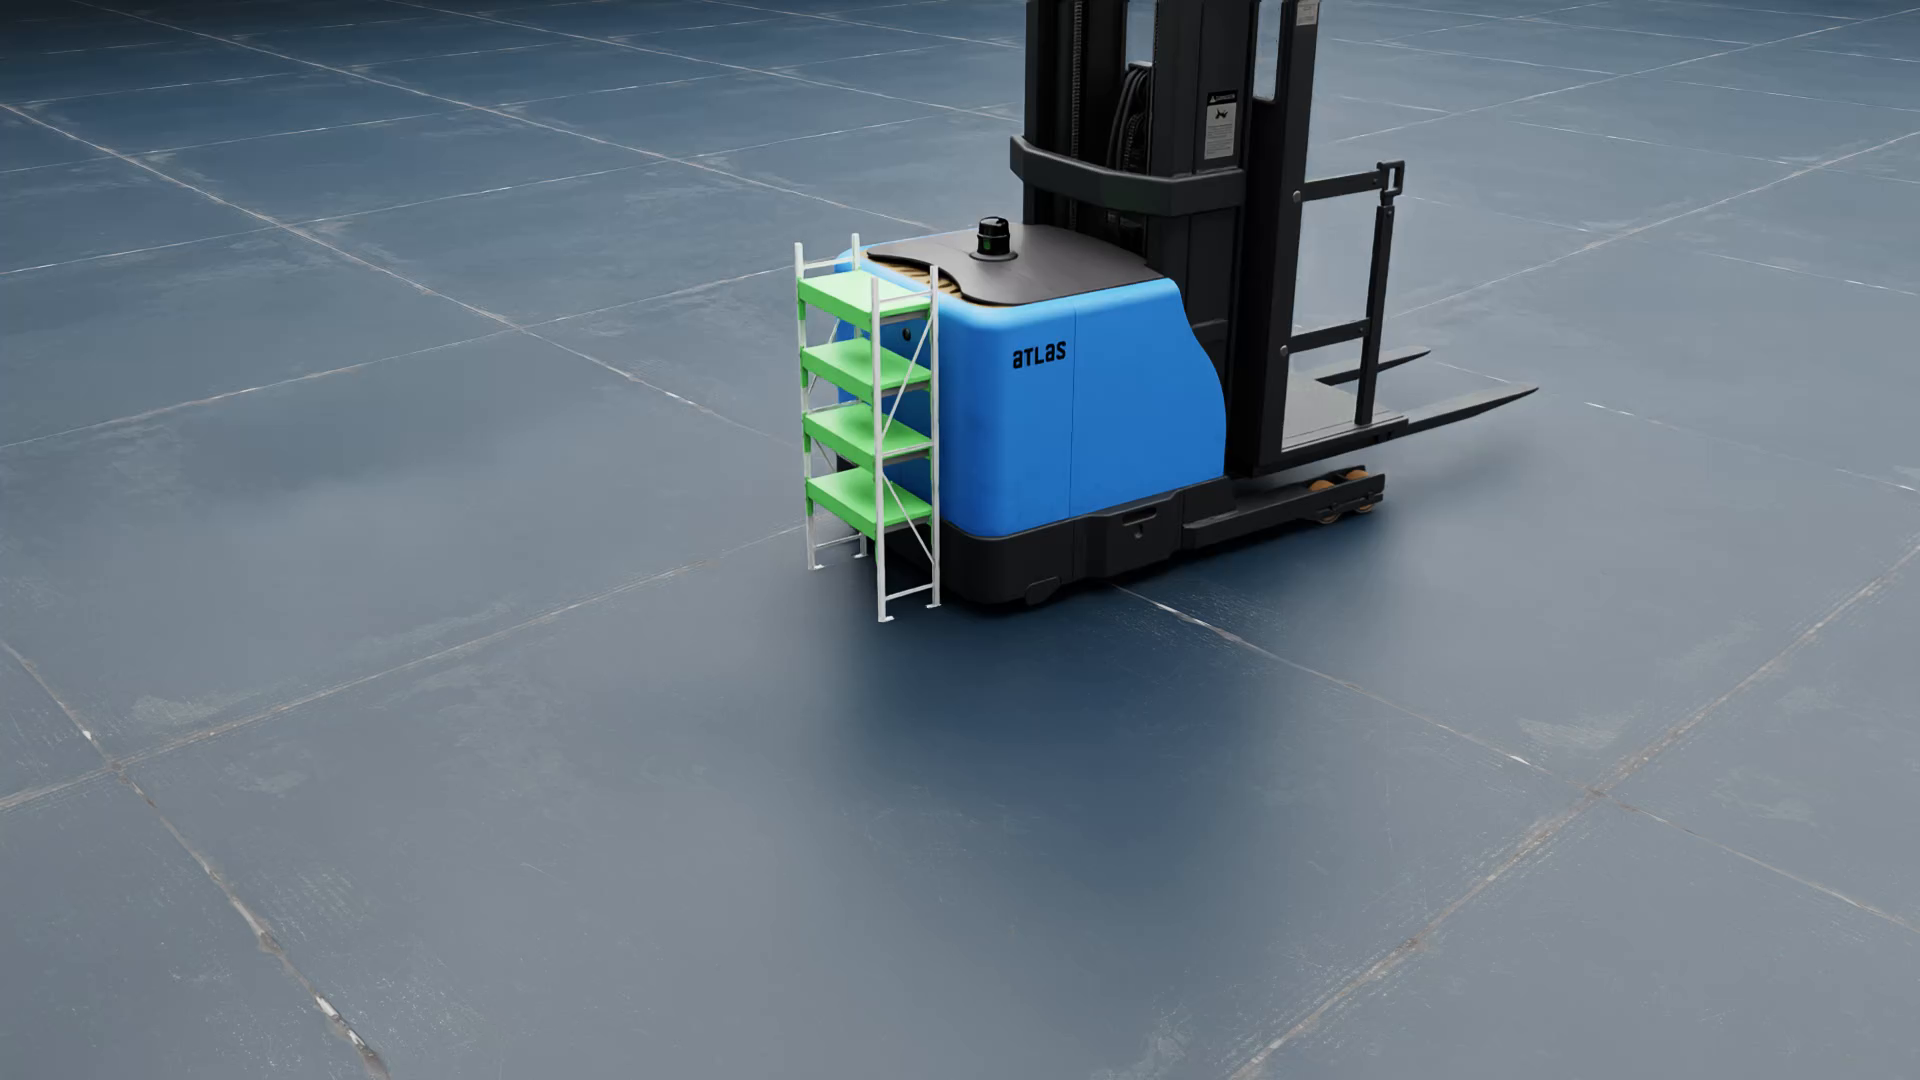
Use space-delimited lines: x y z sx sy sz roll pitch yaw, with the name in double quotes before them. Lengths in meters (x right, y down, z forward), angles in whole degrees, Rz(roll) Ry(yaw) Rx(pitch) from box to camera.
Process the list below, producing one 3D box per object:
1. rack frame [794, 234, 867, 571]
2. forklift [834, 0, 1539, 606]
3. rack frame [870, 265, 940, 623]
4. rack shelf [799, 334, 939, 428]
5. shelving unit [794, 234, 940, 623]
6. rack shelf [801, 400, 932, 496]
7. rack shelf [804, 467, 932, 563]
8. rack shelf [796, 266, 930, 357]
"rack frame" -0.445 -0.462 5.818 0.240 1.200 0.015 -16 29 -30
"forklift" 1.049 -1.562 6.142 3.031 2.935 1.130 -15 29 -30
"rack frame" -0.174 -0.294 5.449 0.240 1.200 0.015 -16 29 -30
"rack shelf" -0.310 -0.538 5.560 0.258 0.148 0.480 -16 29 -30
"shelving unit" -0.310 -0.378 5.633 0.258 1.200 0.503 -16 29 -30
"rack shelf" -0.310 -0.320 5.660 0.258 0.148 0.480 -16 29 -30
"rack shelf" -0.310 -0.102 5.760 0.258 0.148 0.480 -16 29 -30
"rack shelf" -0.310 -0.757 5.461 0.258 0.148 0.480 -16 29 -30
